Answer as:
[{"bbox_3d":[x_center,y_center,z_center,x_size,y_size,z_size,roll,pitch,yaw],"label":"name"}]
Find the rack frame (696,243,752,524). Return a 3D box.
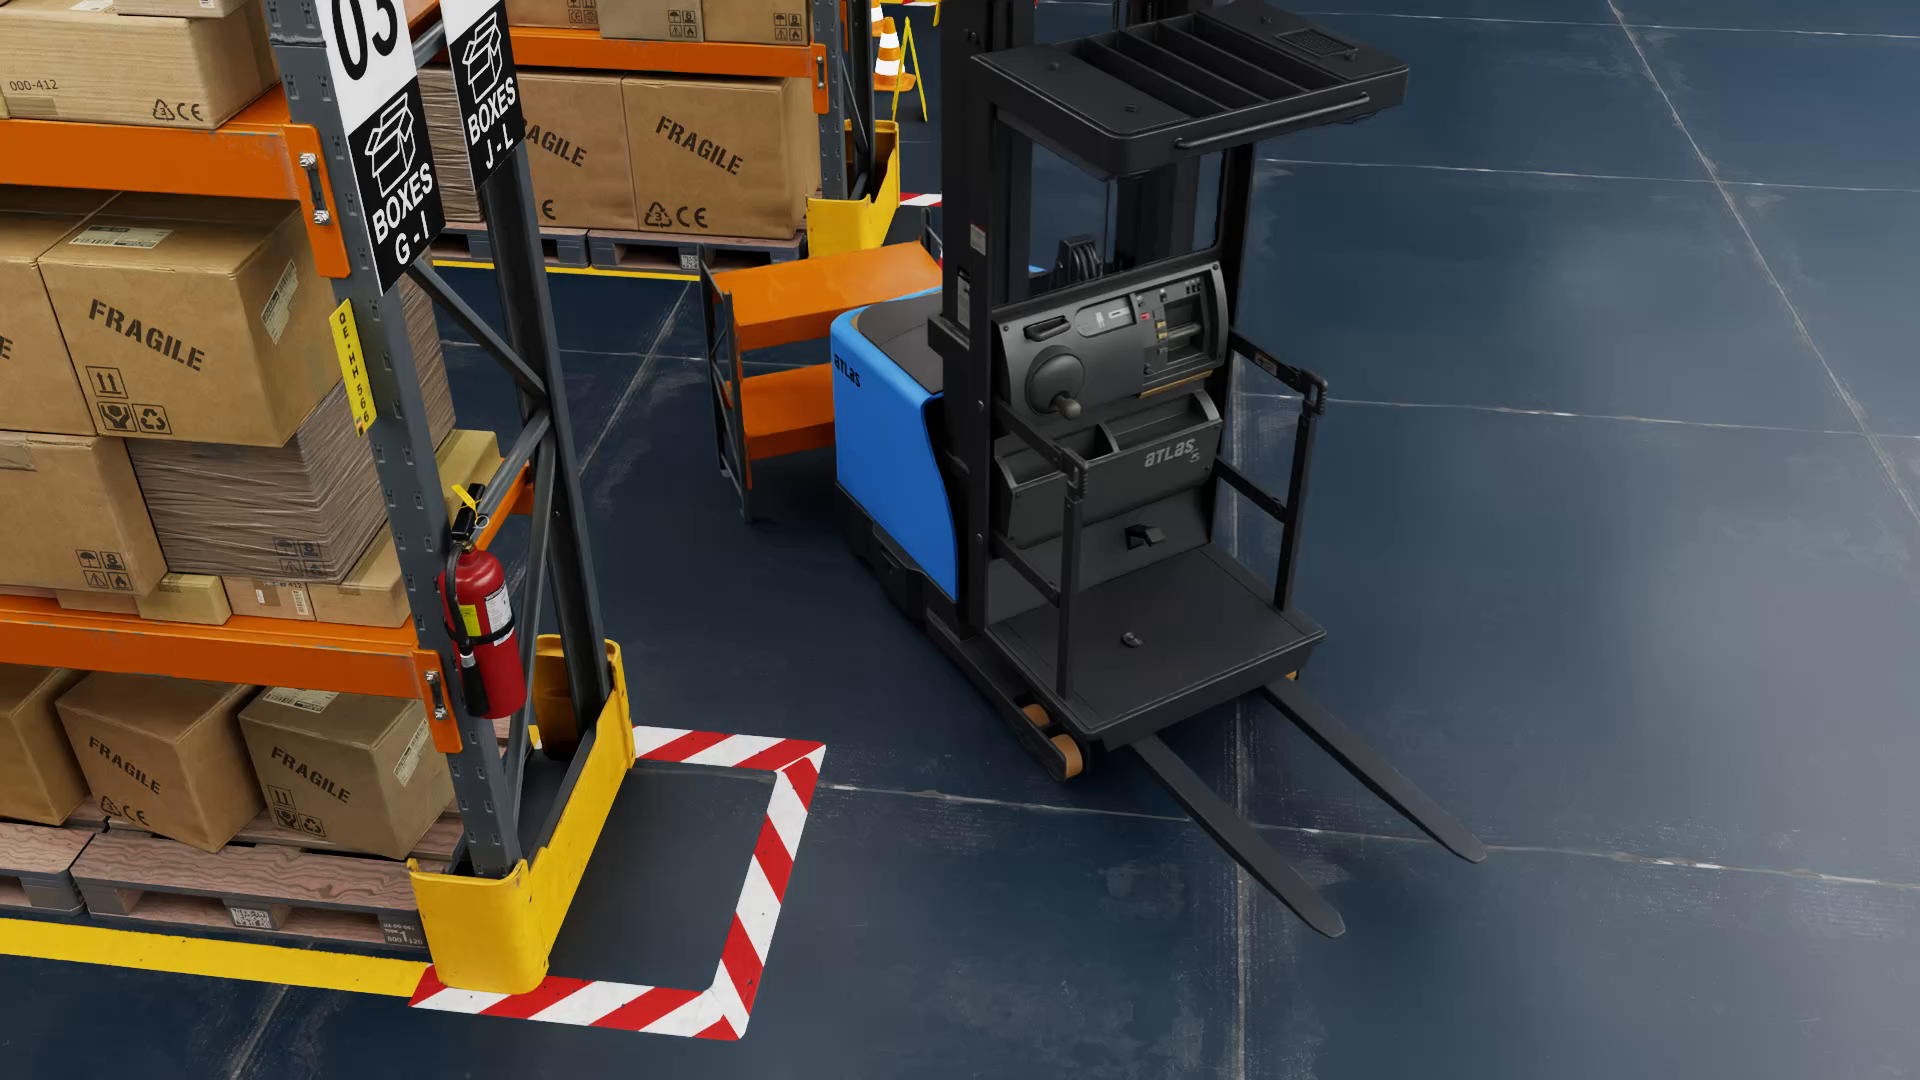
[{"bbox_3d":[-1.022,-0.668,7.218,0.032,1.125,0.500,-12,37,-17],"label":"rack frame"}]

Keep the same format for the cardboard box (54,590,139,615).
[{"bbox_3d":[-2.415,0.038,4.831,0.250,0.149,0.380,4,36,6],"label":"cardboard box"}]

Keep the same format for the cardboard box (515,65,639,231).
[{"bbox_3d":[-2.179,-2.359,9.441,0.875,0.875,0.875,4,36,5],"label":"cardboard box"}]

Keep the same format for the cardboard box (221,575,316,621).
[{"bbox_3d":[-1.914,0.054,4.808,0.250,0.149,0.380,4,36,6],"label":"cardboard box"}]

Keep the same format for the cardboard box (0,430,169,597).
[{"bbox_3d":[-2.410,-0.313,4.764,0.500,0.500,0.875,4,36,6],"label":"cardboard box"}]

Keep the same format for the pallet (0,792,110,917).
[{"bbox_3d":[-3.440,0.830,5.905,1.213,0.211,1.003,4,36,6],"label":"pallet"}]

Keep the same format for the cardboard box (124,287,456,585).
[{"bbox_3d":[-1.899,-0.345,4.809,0.500,0.500,0.875,4,36,6],"label":"cardboard box"}]

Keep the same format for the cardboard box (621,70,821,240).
[{"bbox_3d":[-1.306,-2.296,9.352,0.875,0.875,0.875,4,36,6],"label":"cardboard box"}]

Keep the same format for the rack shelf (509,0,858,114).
[{"bbox_3d":[-2.609,-2.832,9.256,4.000,0.370,1.077,4,36,6],"label":"rack shelf"}]

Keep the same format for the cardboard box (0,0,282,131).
[{"bbox_3d":[-1.868,-1.176,3.863,0.500,0.250,0.500,5,36,7],"label":"cardboard box"}]

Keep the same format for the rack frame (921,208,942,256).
[{"bbox_3d":[-0.070,-0.876,7.509,0.032,1.125,0.500,-12,37,-17],"label":"rack frame"}]

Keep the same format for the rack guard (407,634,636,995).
[{"bbox_3d":[-1.433,0.885,5.580,0.348,0.500,1.175,4,36,6],"label":"rack guard"}]

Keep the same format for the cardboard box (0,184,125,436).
[{"bbox_3d":[-2.431,-0.628,4.345,0.500,0.500,0.500,4,36,6],"label":"cardboard box"}]

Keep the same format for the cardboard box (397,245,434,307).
[{"bbox_3d":[-1.868,-0.893,4.717,0.500,0.500,0.500,4,36,6],"label":"cardboard box"}]

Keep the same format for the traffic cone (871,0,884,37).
[{"bbox_3d":[-0.686,-4.093,12.586,0.334,0.463,0.336,4,36,6],"label":"traffic cone"}]

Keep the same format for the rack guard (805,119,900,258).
[{"bbox_3d":[-0.601,-1.958,9.563,0.348,0.500,1.175,4,36,6],"label":"rack guard"}]

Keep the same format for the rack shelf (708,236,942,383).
[{"bbox_3d":[-0.546,-1.011,7.194,1.000,0.278,0.538,-12,37,-17],"label":"rack shelf"}]

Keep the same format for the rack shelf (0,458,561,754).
[{"bbox_3d":[-3.341,0.018,5.262,4.000,0.370,1.077,4,36,6],"label":"rack shelf"}]

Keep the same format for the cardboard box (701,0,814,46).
[{"bbox_3d":[-0.999,-3.040,8.798,0.550,0.550,0.875,4,36,6],"label":"cardboard box"}]

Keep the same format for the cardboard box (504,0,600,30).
[{"bbox_3d":[-2.087,-3.182,8.997,0.550,0.550,0.875,4,36,6],"label":"cardboard box"}]

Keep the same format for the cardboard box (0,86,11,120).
[{"bbox_3d":[-2.363,-1.211,3.912,0.500,0.250,0.500,4,36,6],"label":"cardboard box"}]

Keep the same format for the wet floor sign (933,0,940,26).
[{"bbox_3d":[-0.043,-4.248,12.647,0.232,0.644,0.267,17,39,22],"label":"wet floor sign"}]

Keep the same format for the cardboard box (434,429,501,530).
[{"bbox_3d":[-1.609,-0.183,5.141,0.250,0.149,0.380,4,36,6],"label":"cardboard box"}]

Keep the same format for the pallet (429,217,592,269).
[{"bbox_3d":[-2.635,-1.948,9.798,1.213,0.211,1.003,4,36,6],"label":"pallet"}]

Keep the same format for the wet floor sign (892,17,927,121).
[{"bbox_3d":[-0.344,-3.158,11.119,0.232,0.644,0.267,-2,36,-2],"label":"wet floor sign"}]

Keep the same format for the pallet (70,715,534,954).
[{"bbox_3d":[-2.234,0.922,5.776,1.213,0.211,1.003,4,36,6],"label":"pallet"}]

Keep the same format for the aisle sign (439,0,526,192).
[{"bbox_3d":[-1.258,-1.353,4.326,0.004,0.787,0.394,4,36,6],"label":"aisle sign"}]

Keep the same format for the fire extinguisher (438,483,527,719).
[{"bbox_3d":[-1.302,0.179,4.484,0.183,0.674,0.296,4,36,6],"label":"fire extinguisher"}]

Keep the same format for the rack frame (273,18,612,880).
[{"bbox_3d":[-1.357,-0.127,4.846,0.127,3.000,1.000,4,36,6],"label":"rack frame"}]

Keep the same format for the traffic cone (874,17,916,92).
[{"bbox_3d":[-0.490,-3.428,11.655,0.334,0.463,0.336,4,36,6],"label":"traffic cone"}]

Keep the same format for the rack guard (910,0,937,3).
[{"bbox_3d":[-0.170,-4.825,13.580,0.348,0.500,1.175,4,36,6],"label":"rack guard"}]

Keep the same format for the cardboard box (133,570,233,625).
[{"bbox_3d":[-2.169,0.066,4.792,0.250,0.149,0.380,4,36,6],"label":"cardboard box"}]

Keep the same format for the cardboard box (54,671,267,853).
[{"bbox_3d":[-2.572,0.639,5.562,0.500,0.500,0.500,14,38,18],"label":"cardboard box"}]

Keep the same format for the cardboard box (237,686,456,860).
[{"bbox_3d":[-1.974,0.664,5.528,0.500,0.500,0.500,11,37,15],"label":"cardboard box"}]

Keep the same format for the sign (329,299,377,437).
[{"bbox_3d":[-1.448,-0.409,3.972,0.005,0.325,0.100,4,36,6],"label":"sign"}]

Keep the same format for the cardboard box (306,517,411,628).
[{"bbox_3d":[-1.666,0.073,4.782,0.250,0.149,0.380,4,36,6],"label":"cardboard box"}]

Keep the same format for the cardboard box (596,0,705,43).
[{"bbox_3d":[-1.547,-3.068,8.837,0.550,0.550,0.875,4,36,6],"label":"cardboard box"}]

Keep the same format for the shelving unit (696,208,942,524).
[{"bbox_3d":[-0.546,-0.772,7.364,1.048,1.125,0.538,-12,37,-17],"label":"shelving unit"}]

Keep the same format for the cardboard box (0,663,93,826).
[{"bbox_3d":[-3.190,0.582,5.643,0.500,0.500,0.500,7,36,10],"label":"cardboard box"}]

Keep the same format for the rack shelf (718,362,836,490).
[{"bbox_3d":[-0.546,-0.573,7.506,1.000,0.278,0.538,-12,37,-17],"label":"rack shelf"}]

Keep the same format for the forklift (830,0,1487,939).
[{"bbox_3d":[0.653,-0.633,5.614,1.130,2.935,3.031,-19,40,-25],"label":"forklift"}]

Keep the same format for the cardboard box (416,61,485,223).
[{"bbox_3d":[-3.083,-2.428,9.537,0.875,0.875,0.875,5,36,6],"label":"cardboard box"}]

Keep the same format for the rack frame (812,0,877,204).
[{"bbox_3d":[-0.625,-2.977,8.840,0.127,3.000,1.000,4,36,6],"label":"rack frame"}]

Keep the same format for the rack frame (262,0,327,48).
[{"bbox_3d":[-1.357,-2.569,3.103,0.127,3.000,1.000,4,36,6],"label":"rack frame"}]

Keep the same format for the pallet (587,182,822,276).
[{"bbox_3d":[-1.428,-1.856,9.669,1.213,0.211,1.003,4,36,6],"label":"pallet"}]

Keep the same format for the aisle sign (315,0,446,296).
[{"bbox_3d":[-1.334,-1.008,3.842,0.004,0.787,0.394,4,36,6],"label":"aisle sign"}]

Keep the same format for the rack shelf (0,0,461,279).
[{"bbox_3d":[-3.341,-1.203,4.391,4.000,0.370,1.077,4,36,6],"label":"rack shelf"}]

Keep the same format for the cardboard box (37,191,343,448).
[{"bbox_3d":[-1.934,-0.594,4.297,0.500,0.500,0.500,4,36,6],"label":"cardboard box"}]

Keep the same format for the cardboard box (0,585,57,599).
[{"bbox_3d":[-2.657,-0.004,4.890,0.250,0.149,0.380,4,36,6],"label":"cardboard box"}]

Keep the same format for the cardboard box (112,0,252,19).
[{"bbox_3d":[-1.672,-1.290,3.679,0.250,0.149,0.380,4,36,6],"label":"cardboard box"}]
